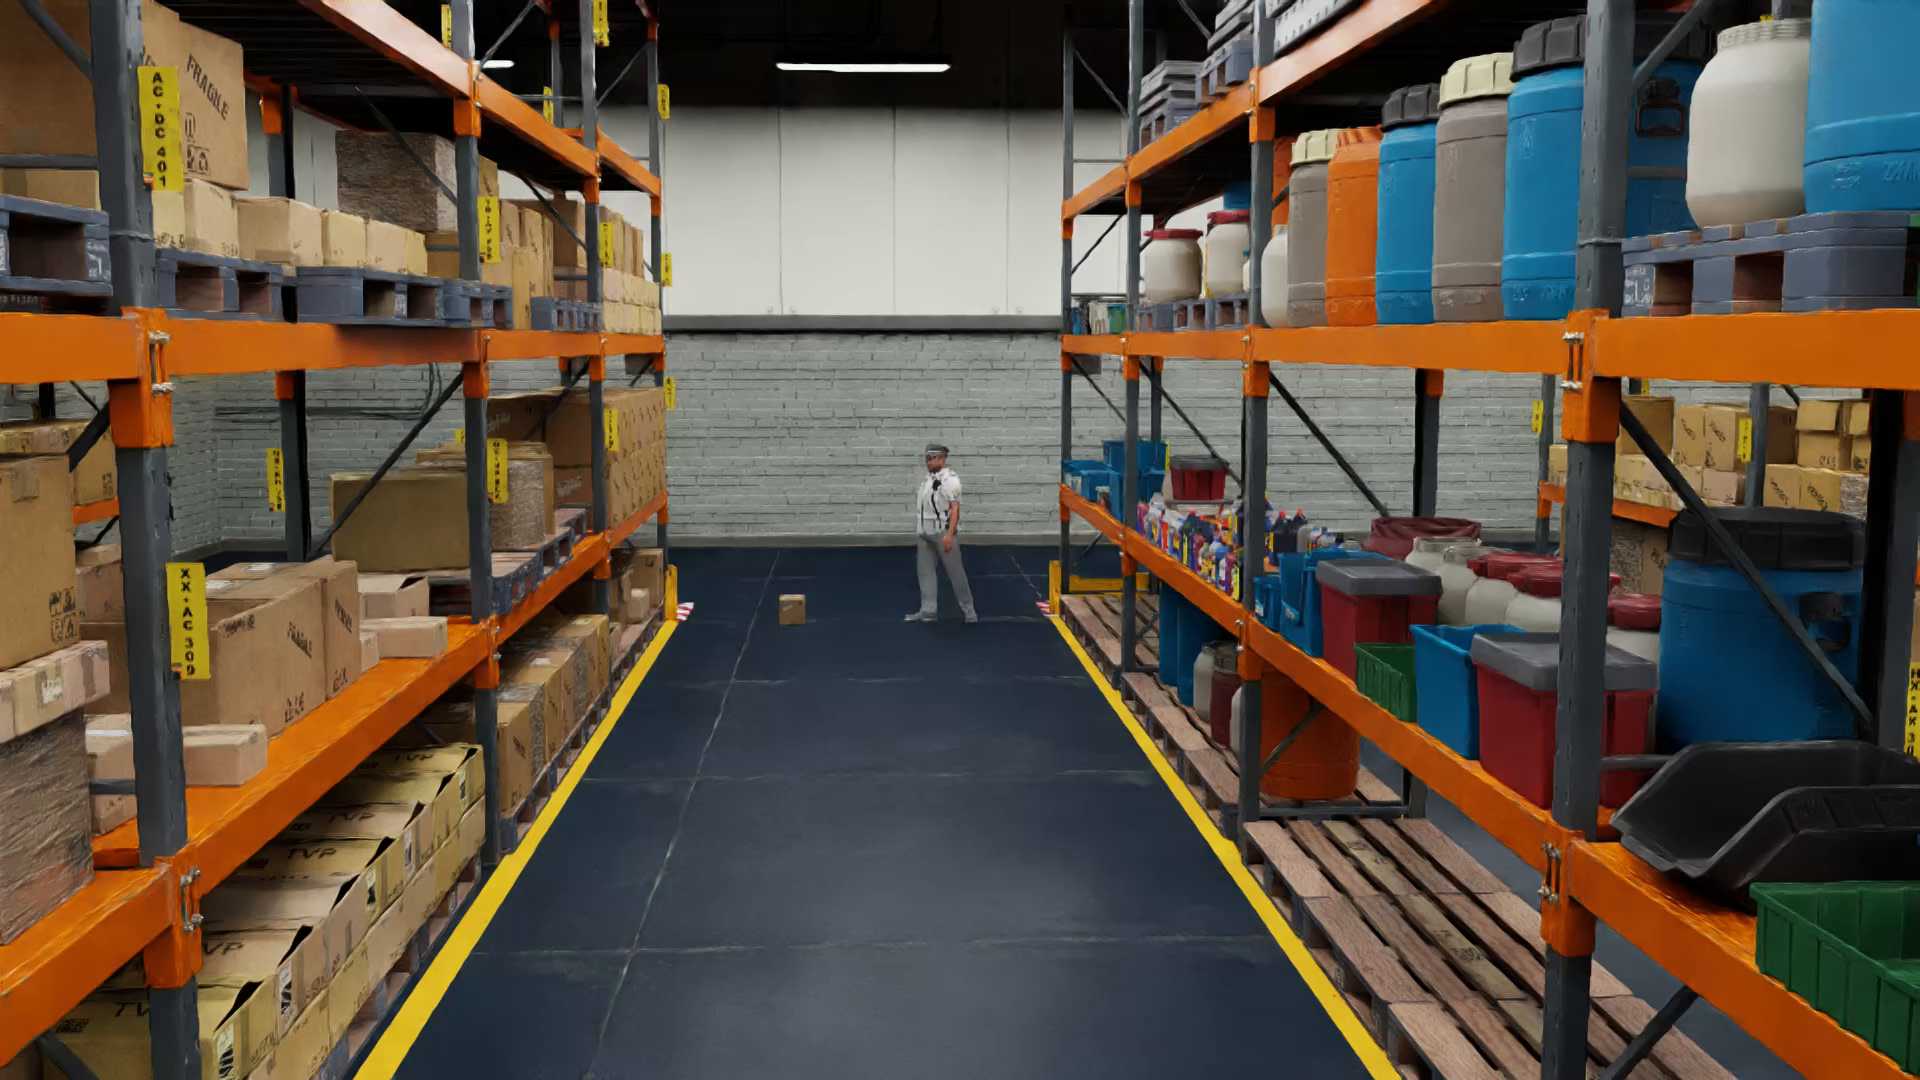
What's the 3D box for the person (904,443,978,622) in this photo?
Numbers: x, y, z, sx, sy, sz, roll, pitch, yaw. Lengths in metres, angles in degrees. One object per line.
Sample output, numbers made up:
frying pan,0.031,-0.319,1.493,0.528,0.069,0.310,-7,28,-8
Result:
person,-0.169,-0.069,16.253,0.584,1.752,0.711,-6,9,-41
